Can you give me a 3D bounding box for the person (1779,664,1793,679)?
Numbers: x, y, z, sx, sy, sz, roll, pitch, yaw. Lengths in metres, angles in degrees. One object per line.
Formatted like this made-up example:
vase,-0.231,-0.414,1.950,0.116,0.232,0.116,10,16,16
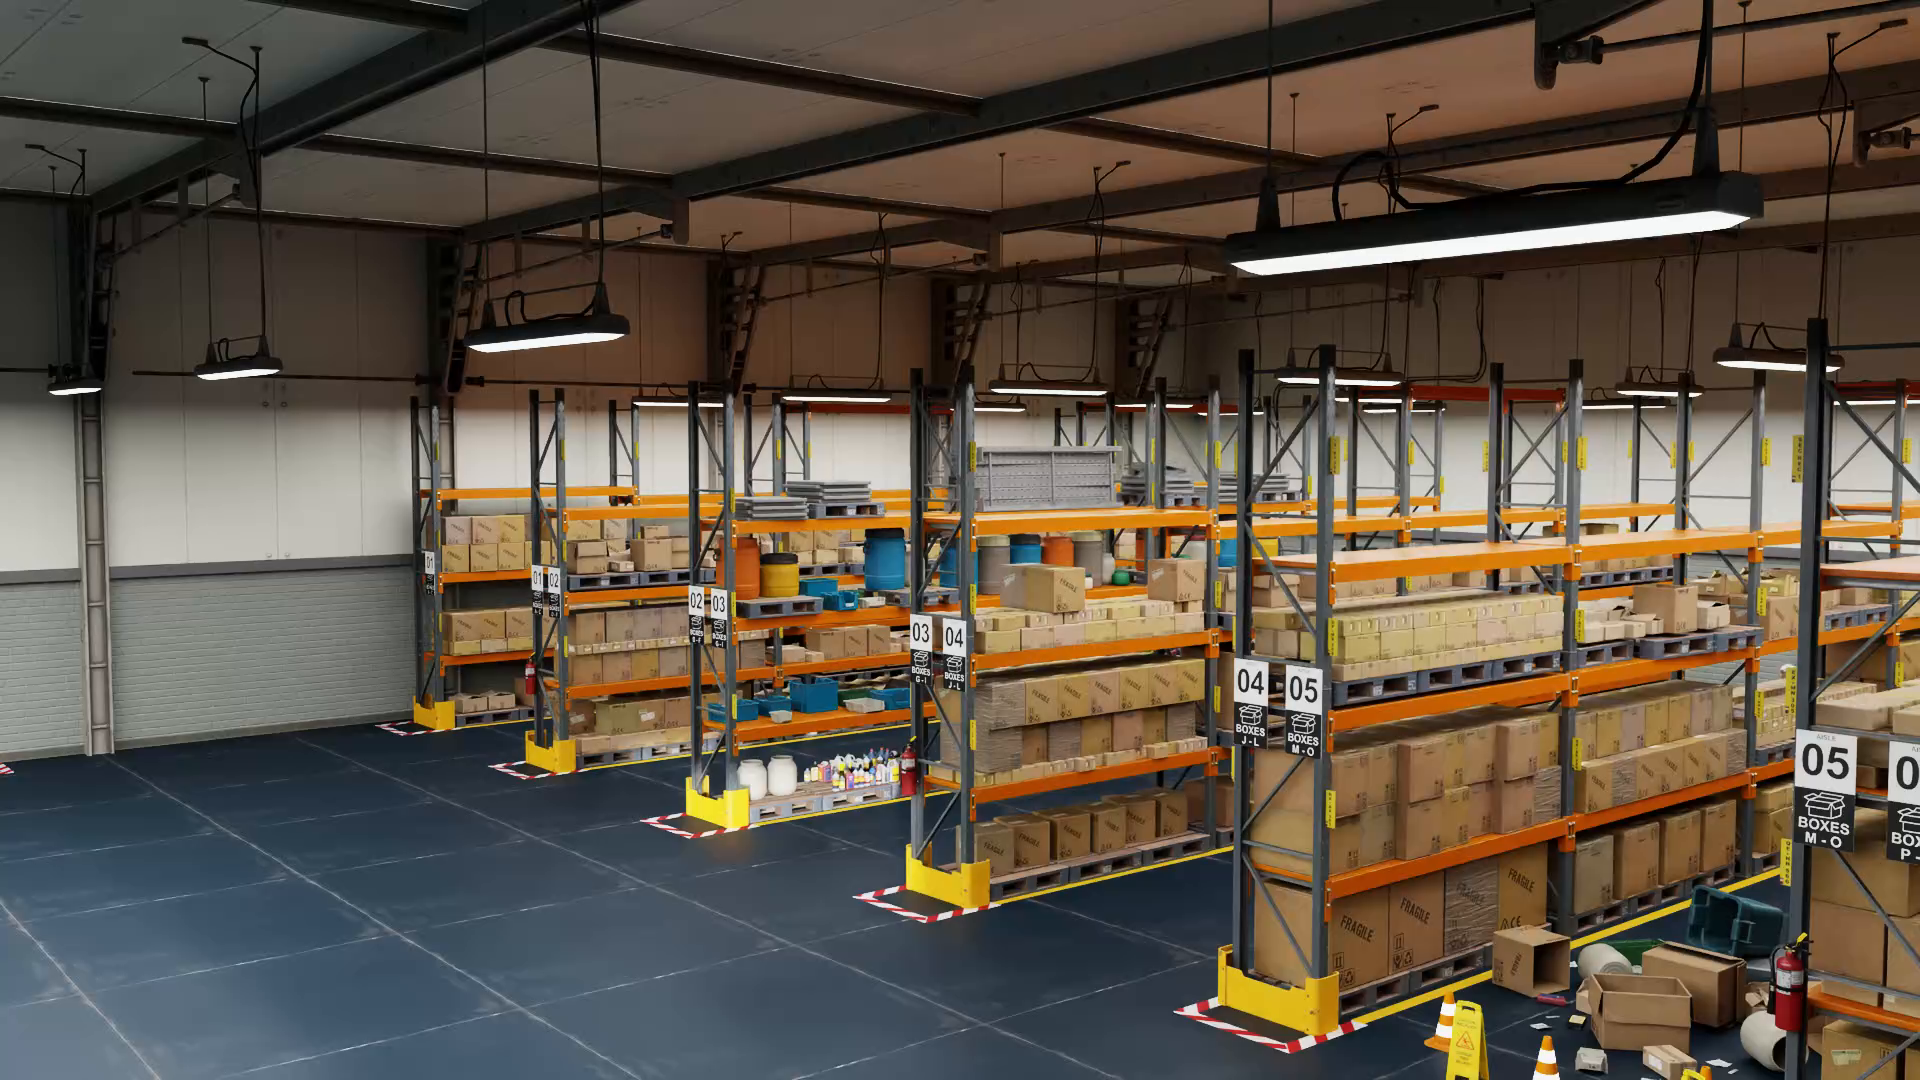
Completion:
person,12.519,2.773,25.195,0.990,1.794,0.680,-2,4,-33
